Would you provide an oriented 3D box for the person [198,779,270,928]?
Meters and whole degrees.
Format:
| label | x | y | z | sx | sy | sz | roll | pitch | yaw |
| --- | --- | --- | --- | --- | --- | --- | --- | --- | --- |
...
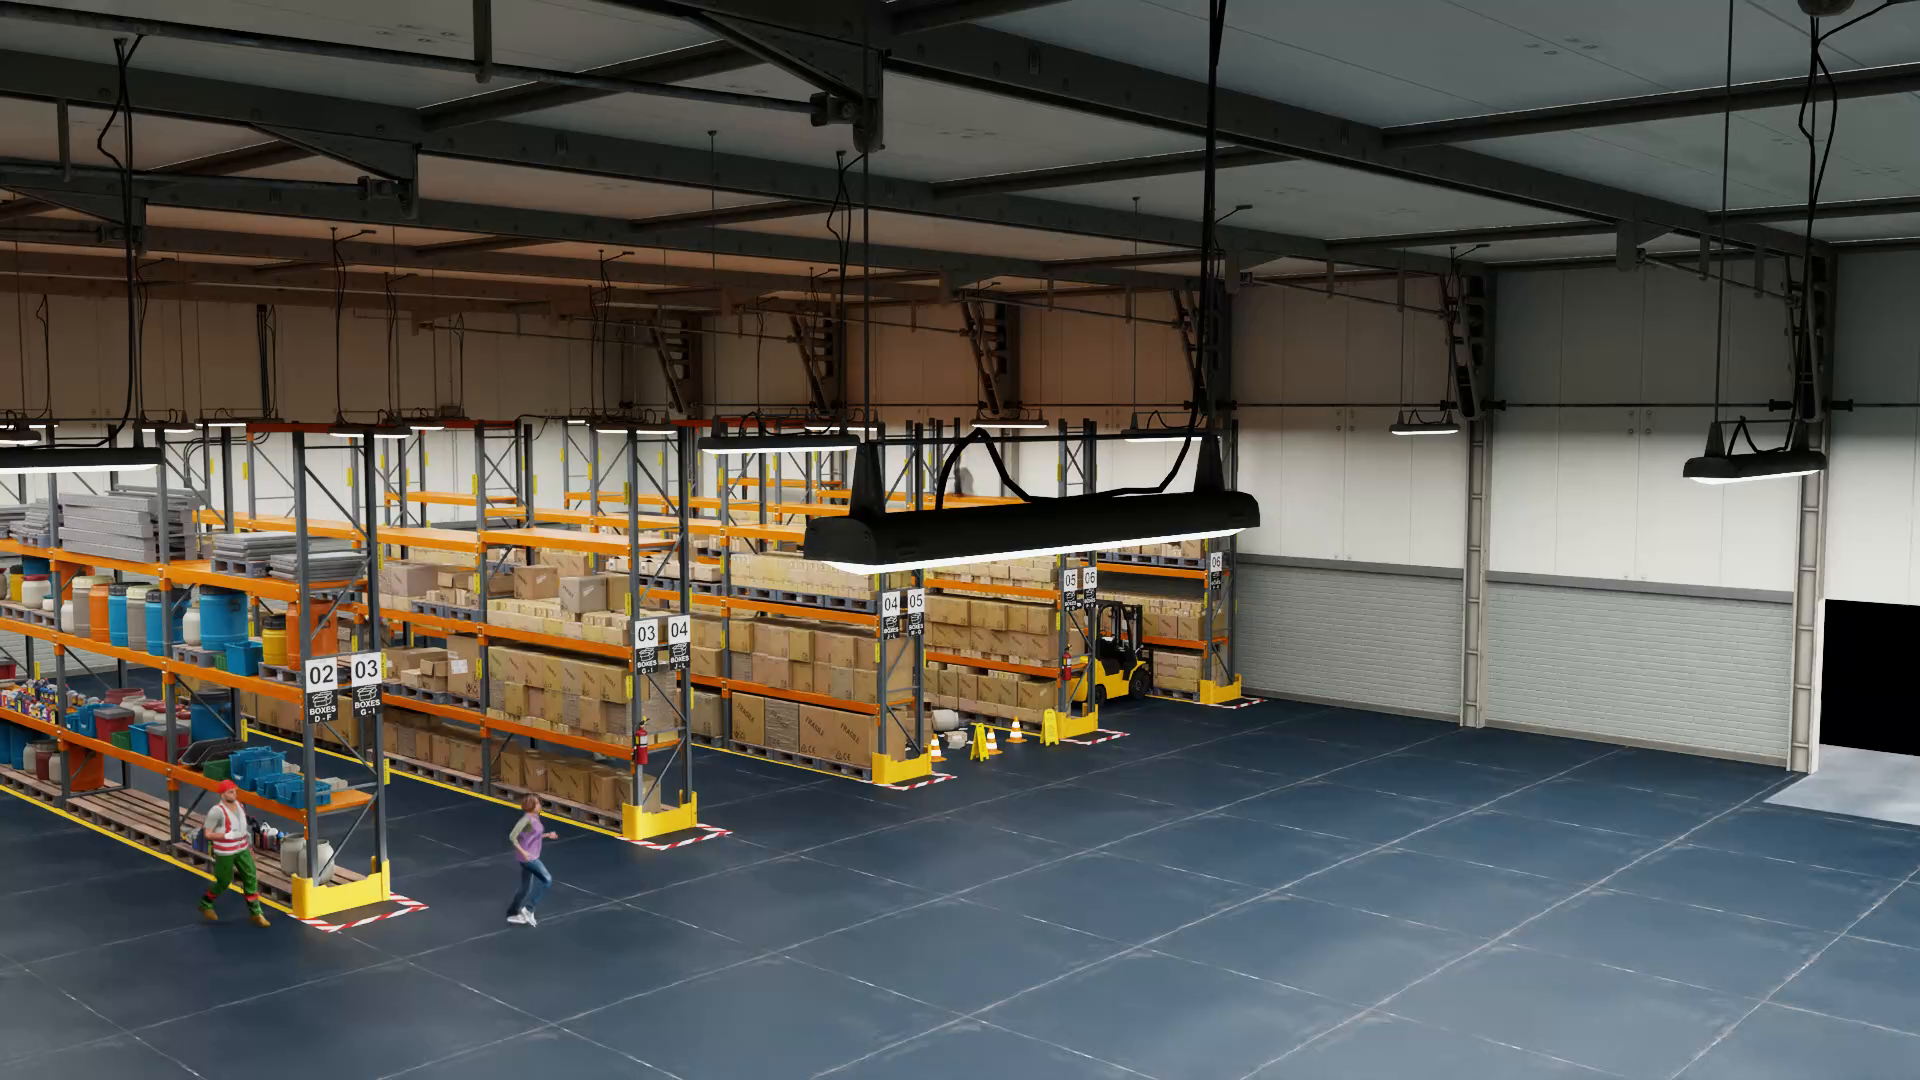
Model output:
| label | x | y | z | sx | sy | sz | roll | pitch | yaw |
| --- | --- | --- | --- | --- | --- | --- | --- | --- | --- |
| person | -8.831 | 3.780 | 20.084 | 0.934 | 1.808 | 0.668 | 2 | 5 | 25 |

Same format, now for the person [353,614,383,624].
| label | x | y | z | sx | sy | sz | roll | pitch | yaw |
| --- | --- | --- | --- | --- | --- | --- | --- | --- | --- |
| person | -13.964 | 2.275 | 38.821 | 0.753 | 1.731 | 0.981 | 3 | 5 | 29 |

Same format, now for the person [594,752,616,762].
| label | x | y | z | sx | sy | sz | roll | pitch | yaw |
| --- | --- | --- | --- | --- | --- | --- | --- | --- | --- |
| person | -6.191 | 3.101 | 29.365 | 0.660 | 1.708 | 0.642 | 3 | 5 | 32 |

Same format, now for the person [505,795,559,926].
| label | x | y | z | sx | sy | sz | roll | pitch | yaw |
| --- | --- | --- | --- | --- | --- | --- | --- | --- | --- |
| person | -5.208 | 3.887 | 20.229 | 0.647 | 1.591 | 0.510 | -1 | 5 | -12 |
